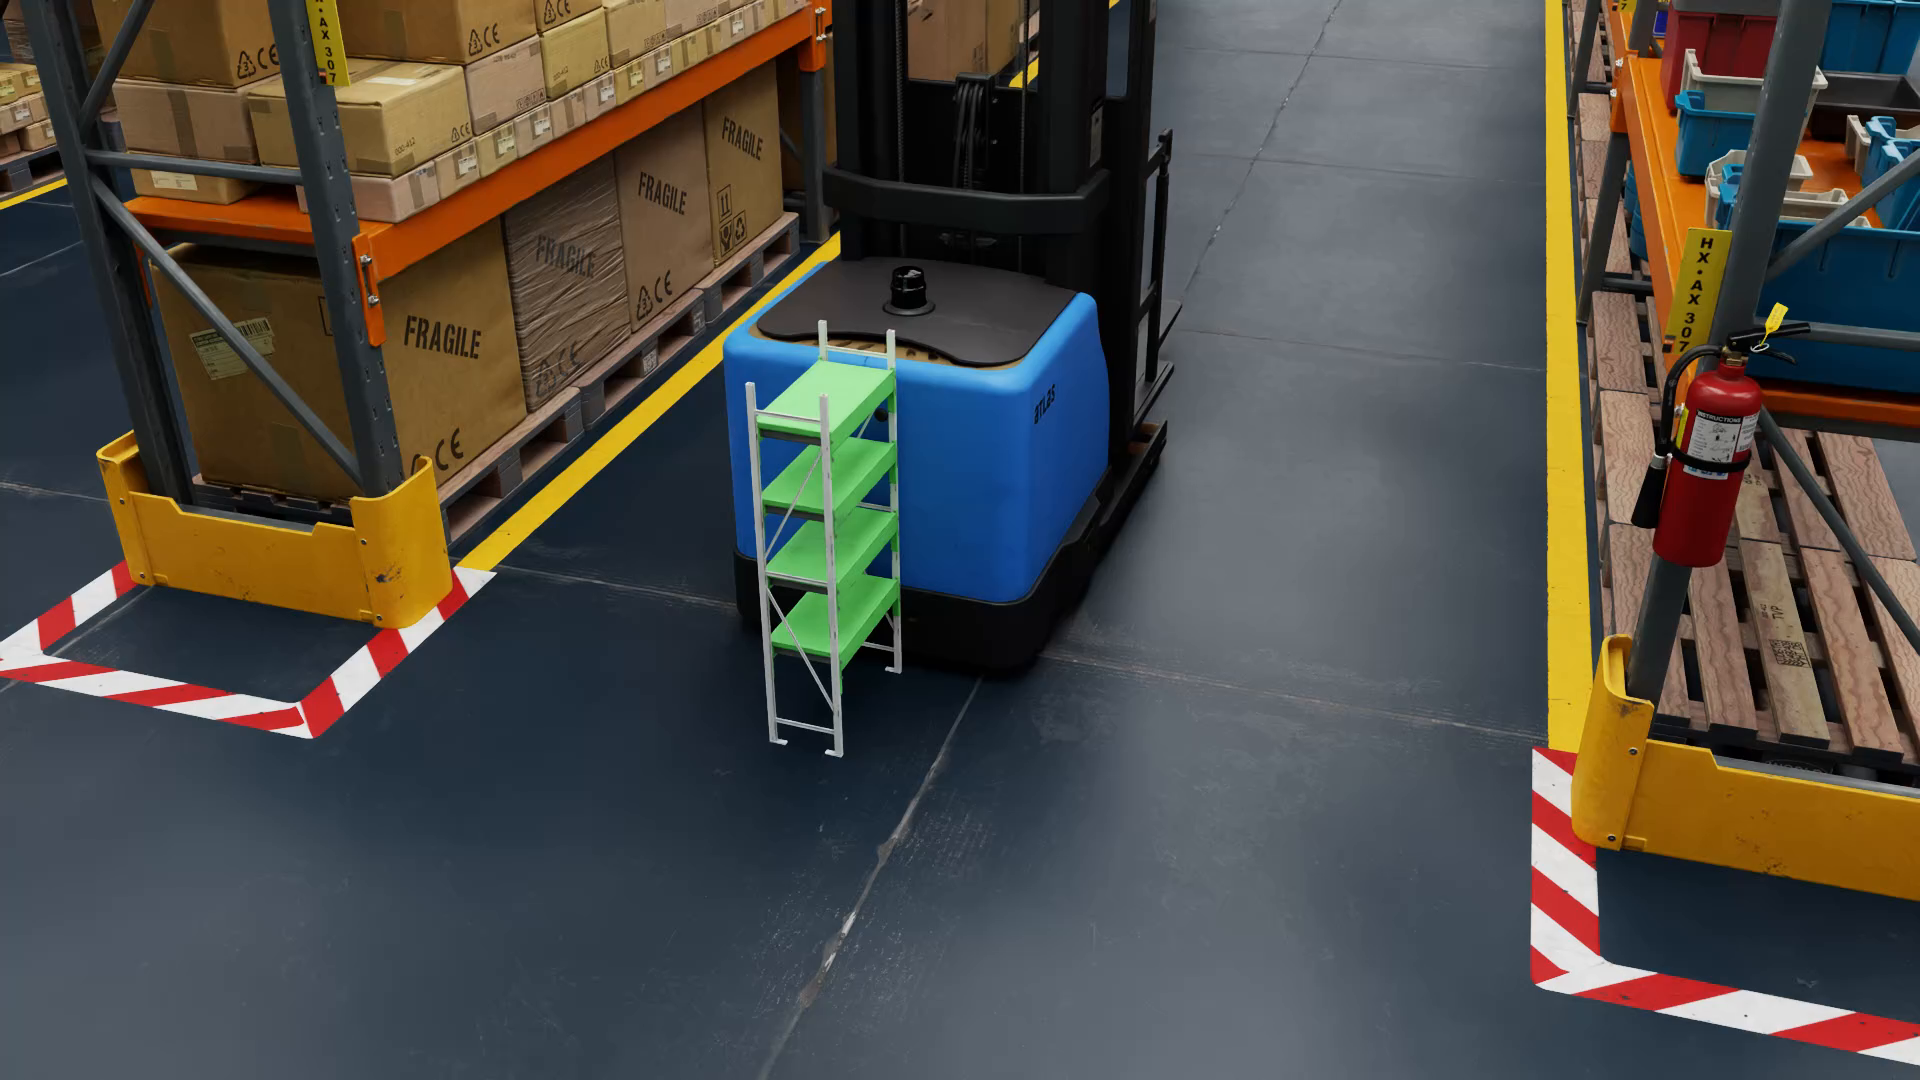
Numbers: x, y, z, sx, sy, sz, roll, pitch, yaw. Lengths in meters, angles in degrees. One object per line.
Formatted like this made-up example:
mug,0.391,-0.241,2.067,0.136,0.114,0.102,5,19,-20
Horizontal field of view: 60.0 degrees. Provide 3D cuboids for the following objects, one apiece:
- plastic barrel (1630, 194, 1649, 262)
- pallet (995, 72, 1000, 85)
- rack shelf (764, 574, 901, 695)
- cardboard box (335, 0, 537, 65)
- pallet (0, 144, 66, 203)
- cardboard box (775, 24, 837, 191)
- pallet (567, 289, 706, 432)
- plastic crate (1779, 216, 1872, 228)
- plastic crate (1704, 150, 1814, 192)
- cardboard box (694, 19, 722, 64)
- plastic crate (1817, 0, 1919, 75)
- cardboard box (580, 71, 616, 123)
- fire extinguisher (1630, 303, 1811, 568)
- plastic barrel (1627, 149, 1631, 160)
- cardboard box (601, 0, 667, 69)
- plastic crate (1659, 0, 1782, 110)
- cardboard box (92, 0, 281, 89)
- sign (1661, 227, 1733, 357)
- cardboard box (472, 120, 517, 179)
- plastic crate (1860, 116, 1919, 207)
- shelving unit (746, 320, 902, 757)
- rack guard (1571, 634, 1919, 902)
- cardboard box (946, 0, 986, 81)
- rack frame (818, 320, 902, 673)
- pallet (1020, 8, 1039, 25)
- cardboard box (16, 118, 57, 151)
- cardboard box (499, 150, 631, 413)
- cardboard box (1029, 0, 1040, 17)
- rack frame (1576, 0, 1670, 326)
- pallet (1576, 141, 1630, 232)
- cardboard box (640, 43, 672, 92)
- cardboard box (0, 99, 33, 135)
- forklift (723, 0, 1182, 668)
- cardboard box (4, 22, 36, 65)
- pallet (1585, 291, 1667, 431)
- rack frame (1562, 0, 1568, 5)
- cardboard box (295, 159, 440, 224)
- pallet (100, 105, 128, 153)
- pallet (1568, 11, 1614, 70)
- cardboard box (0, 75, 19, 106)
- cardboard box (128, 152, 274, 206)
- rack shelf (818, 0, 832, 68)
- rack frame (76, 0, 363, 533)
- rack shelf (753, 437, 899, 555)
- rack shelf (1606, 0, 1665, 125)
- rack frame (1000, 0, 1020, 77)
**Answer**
plastic barrel,3.690,-1.840,8.198,0.600,0.901,0.708,8,30,15
pallet,-0.350,-3.314,11.990,1.003,0.211,1.213,8,30,15
rack shelf,-0.389,0.268,5.158,0.258,0.148,0.480,10,31,17
cardboard box,-1.849,-1.980,5.800,0.500,0.500,0.500,8,30,14
pallet,-6.096,-2.248,10.074,1.003,0.211,1.213,8,30,15
cardboard box,-1.052,-2.585,9.564,1.225,0.875,0.875,9,30,15
pallet,-1.875,-0.900,7.650,1.003,0.211,1.213,8,30,15
plastic crate,2.505,-0.912,5.014,0.396,0.136,0.243,8,30,15
plastic crate,2.632,-1.185,5.505,0.298,0.136,0.250,8,30,15
cardboard box,-1.299,-2.253,7.472,0.380,0.149,0.250,9,30,16
plastic crate,3.703,-2.076,6.851,0.392,0.384,0.575,8,30,15
cardboard box,-1.600,-1.776,6.616,0.380,0.149,0.250,8,30,14
fire extinguisher,1.861,-0.262,4.098,0.296,0.674,0.183,8,30,15
plastic barrel,4.229,-2.557,9.809,0.600,0.588,0.708,8,30,15
cardboard box,-1.551,-2.138,6.856,0.500,0.250,0.500,8,30,14
plastic crate,3.012,-1.998,6.628,0.402,0.464,0.583,8,30,15
cardboard box,-2.503,-1.827,5.525,0.500,0.500,0.500,9,30,15
sign,1.809,-0.606,4.086,0.100,0.325,0.005,8,30,15
cardboard box,-1.827,-1.417,5.970,0.380,0.149,0.250,8,30,14
plastic crate,3.202,-1.236,5.497,0.416,0.233,0.300,8,30,15
shelving unit,-0.389,0.003,5.011,0.258,1.200,0.503,10,31,17
rack guard,2.345,0.642,4.582,1.175,0.500,0.348,8,30,15
cardboard box,-0.538,-3.412,11.052,1.225,0.875,0.875,9,30,15
rack frame,-0.307,-0.109,5.211,0.240,1.200,0.015,10,31,17
pallet,0.544,-4.598,14.298,1.003,0.211,1.213,8,30,15
cardboard box,-5.722,-2.491,10.143,0.380,0.149,0.250,9,30,16
cardboard box,-2.017,-1.157,6.998,0.875,0.875,0.875,8,30,15
cardboard box,0.281,-4.562,13.484,0.700,0.500,0.500,6,30,11
rack frame,3.514,-2.323,7.340,1.000,3.000,0.127,8,30,15
pallet,4.136,-2.025,9.674,1.003,0.211,1.213,8,30,15
cardboard box,-1.450,-2.016,7.046,0.380,0.149,0.250,9,30,16
cardboard box,-5.789,-2.532,9.911,0.380,0.149,0.250,7,30,12
forklift,0.211,-1.569,6.055,1.130,2.935,3.031,10,31,17
cardboard box,-5.956,-3.255,11.155,0.500,0.500,0.500,8,30,14
pallet,3.335,-0.757,7.393,1.003,0.211,1.213,8,30,15
rack frame,5.862,-6.040,14.023,1.000,3.000,0.127,8,30,15
cardboard box,-1.975,-1.179,5.541,0.380,0.149,0.250,9,30,15
pallet,-5.706,-2.928,11.295,1.003,0.211,1.213,8,30,15
pallet,5.312,-3.883,13.012,1.003,0.211,1.213,8,30,15
cardboard box,-5.825,-2.655,9.825,0.380,0.149,0.250,9,30,15
cardboard box,-2.605,-1.273,5.711,0.380,0.149,0.250,9,30,16
rack shelf,-0.634,-3.644,10.456,1.077,0.370,4.000,8,30,15
rack frame,-2.398,-1.171,5.269,0.949,2.616,0.053,8,30,15
rack shelf,-0.389,-0.151,4.925,0.258,0.148,0.480,10,31,17
rack shelf,4.101,-2.938,9.185,1.077,0.370,4.000,8,30,15
rack frame,-0.047,-4.888,11.952,1.000,3.000,0.127,8,30,15
